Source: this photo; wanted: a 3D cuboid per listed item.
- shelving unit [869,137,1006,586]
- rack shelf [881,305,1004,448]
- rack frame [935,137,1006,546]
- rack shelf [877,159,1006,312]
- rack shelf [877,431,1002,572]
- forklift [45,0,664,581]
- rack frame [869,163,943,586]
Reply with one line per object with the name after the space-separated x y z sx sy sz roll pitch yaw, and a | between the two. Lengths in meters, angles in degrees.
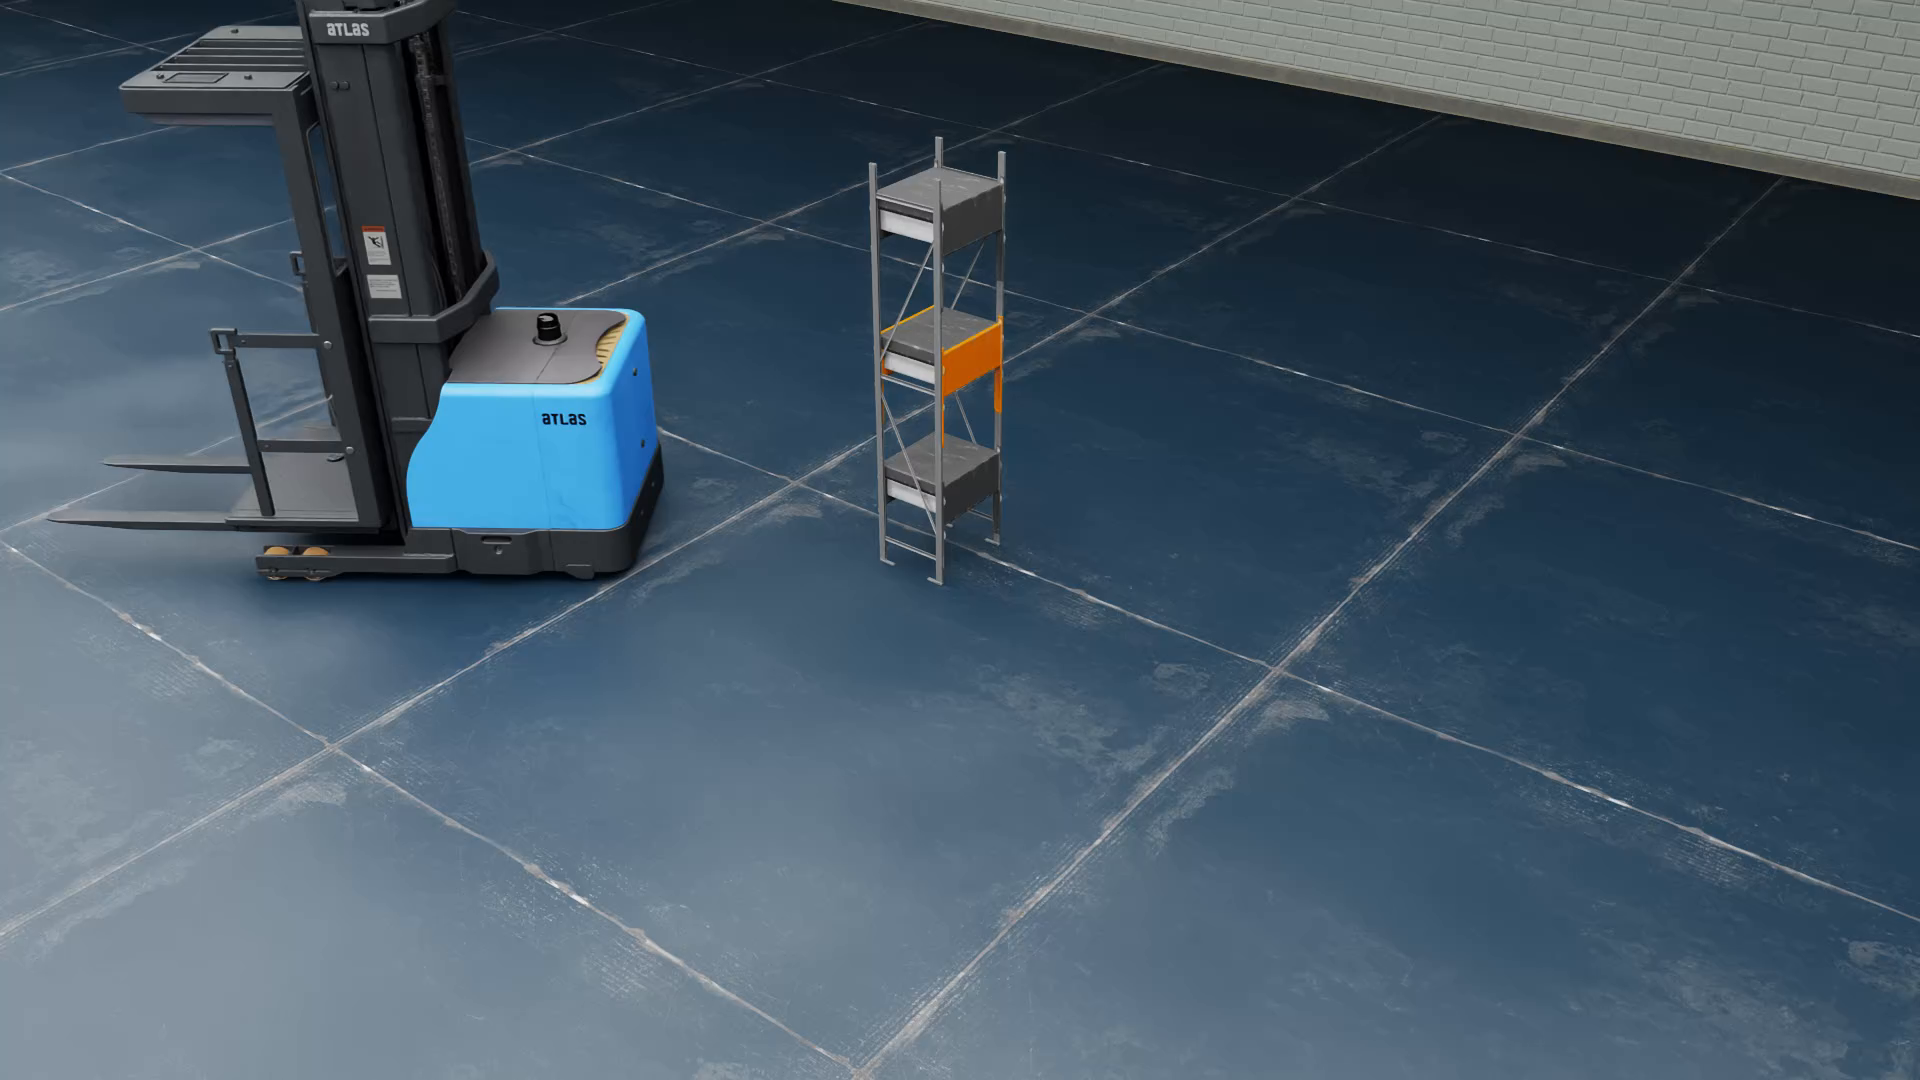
-0.100 -0.836 8.101 0.431 2.100 0.503 21 37 31 | shelving unit
-0.100 -0.824 8.108 0.431 0.518 0.480 21 37 31 | rack shelf
0.047 -0.935 8.269 0.400 2.100 0.015 21 37 31 | rack frame
-0.100 -1.426 7.751 0.431 0.518 0.480 21 37 31 | rack shelf
-0.100 -0.222 8.465 0.431 0.518 0.480 21 37 31 | rack shelf
-3.153 -1.324 8.110 3.031 2.935 1.130 1 31 1 | forklift
-0.247 -0.737 7.934 0.400 2.100 0.015 21 37 31 | rack frame
